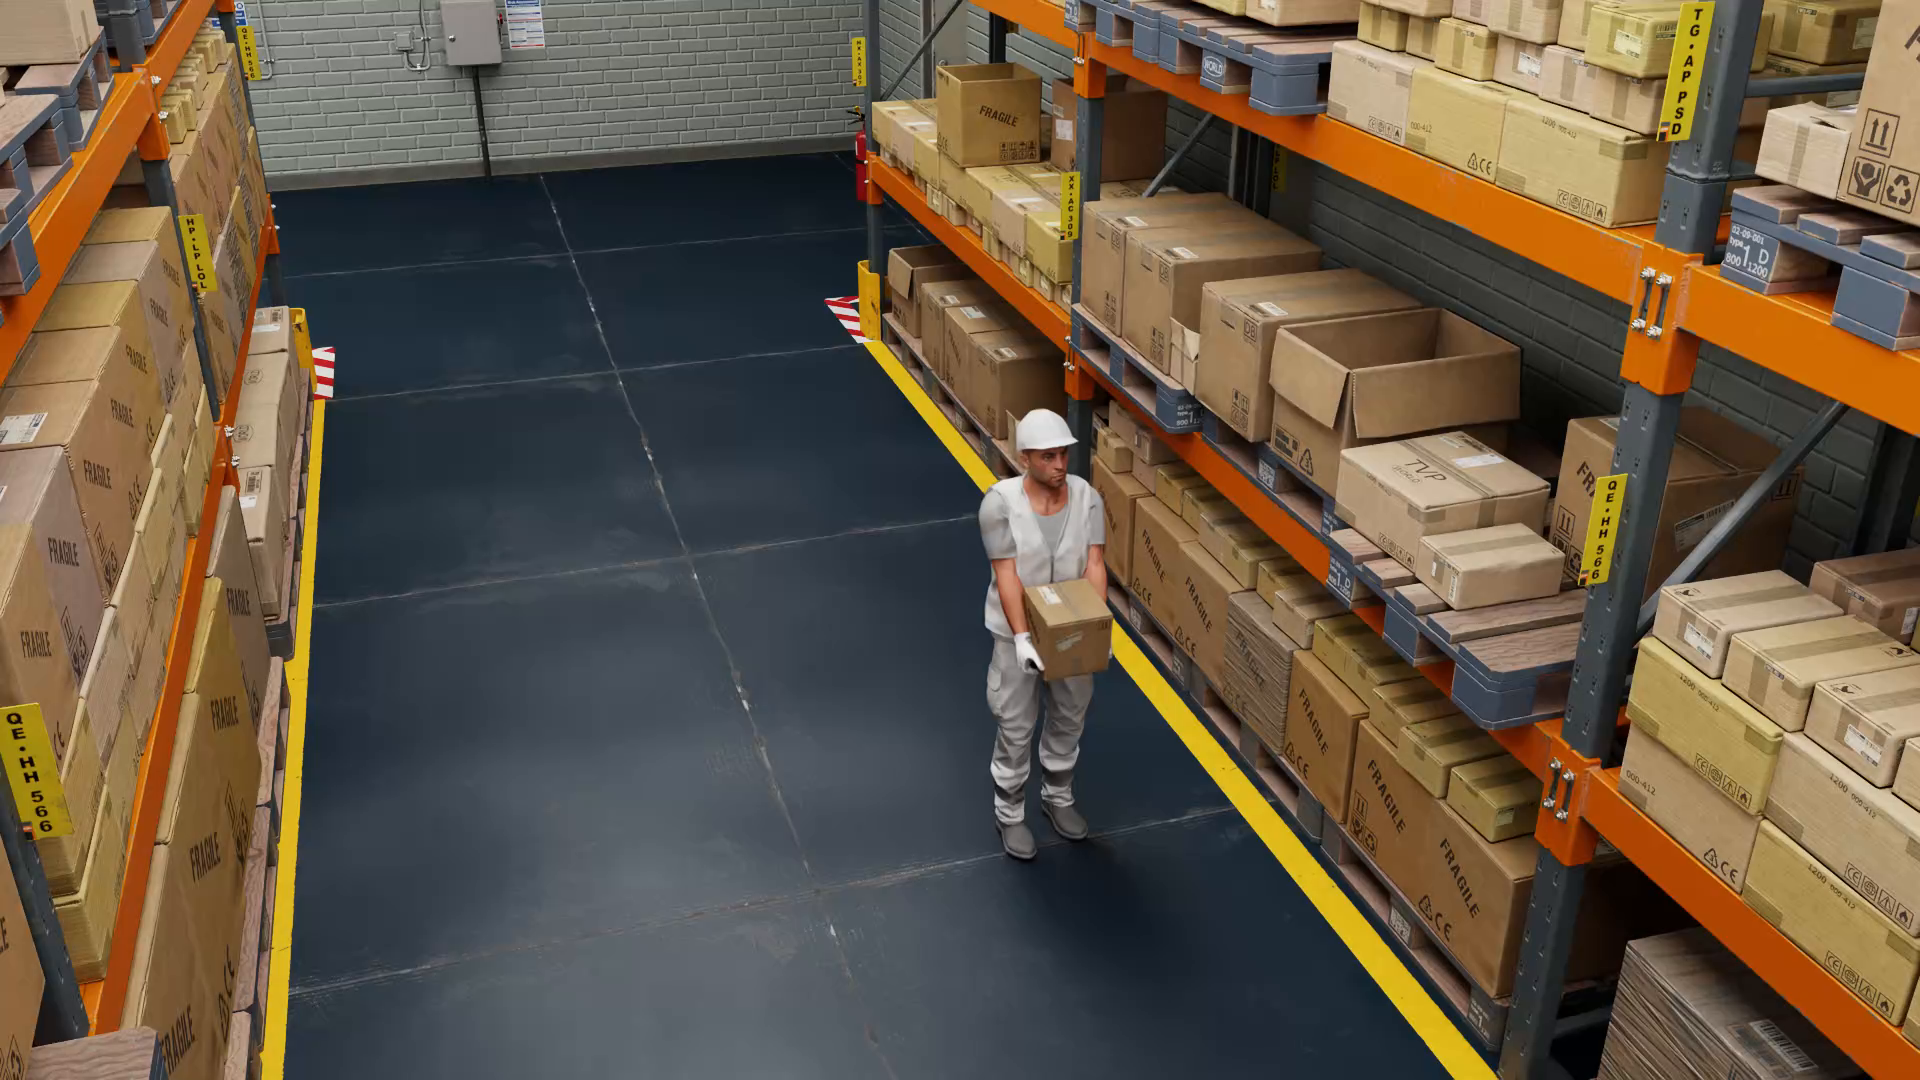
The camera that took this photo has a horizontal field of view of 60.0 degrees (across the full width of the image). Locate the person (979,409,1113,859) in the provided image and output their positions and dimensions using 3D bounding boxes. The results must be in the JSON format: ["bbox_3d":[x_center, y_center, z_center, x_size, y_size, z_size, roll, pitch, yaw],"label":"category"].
[{"bbox_3d":[0.346,0.393,6.285,0.495,1.786,0.558,-9,27,-17],"label":"person"}]
